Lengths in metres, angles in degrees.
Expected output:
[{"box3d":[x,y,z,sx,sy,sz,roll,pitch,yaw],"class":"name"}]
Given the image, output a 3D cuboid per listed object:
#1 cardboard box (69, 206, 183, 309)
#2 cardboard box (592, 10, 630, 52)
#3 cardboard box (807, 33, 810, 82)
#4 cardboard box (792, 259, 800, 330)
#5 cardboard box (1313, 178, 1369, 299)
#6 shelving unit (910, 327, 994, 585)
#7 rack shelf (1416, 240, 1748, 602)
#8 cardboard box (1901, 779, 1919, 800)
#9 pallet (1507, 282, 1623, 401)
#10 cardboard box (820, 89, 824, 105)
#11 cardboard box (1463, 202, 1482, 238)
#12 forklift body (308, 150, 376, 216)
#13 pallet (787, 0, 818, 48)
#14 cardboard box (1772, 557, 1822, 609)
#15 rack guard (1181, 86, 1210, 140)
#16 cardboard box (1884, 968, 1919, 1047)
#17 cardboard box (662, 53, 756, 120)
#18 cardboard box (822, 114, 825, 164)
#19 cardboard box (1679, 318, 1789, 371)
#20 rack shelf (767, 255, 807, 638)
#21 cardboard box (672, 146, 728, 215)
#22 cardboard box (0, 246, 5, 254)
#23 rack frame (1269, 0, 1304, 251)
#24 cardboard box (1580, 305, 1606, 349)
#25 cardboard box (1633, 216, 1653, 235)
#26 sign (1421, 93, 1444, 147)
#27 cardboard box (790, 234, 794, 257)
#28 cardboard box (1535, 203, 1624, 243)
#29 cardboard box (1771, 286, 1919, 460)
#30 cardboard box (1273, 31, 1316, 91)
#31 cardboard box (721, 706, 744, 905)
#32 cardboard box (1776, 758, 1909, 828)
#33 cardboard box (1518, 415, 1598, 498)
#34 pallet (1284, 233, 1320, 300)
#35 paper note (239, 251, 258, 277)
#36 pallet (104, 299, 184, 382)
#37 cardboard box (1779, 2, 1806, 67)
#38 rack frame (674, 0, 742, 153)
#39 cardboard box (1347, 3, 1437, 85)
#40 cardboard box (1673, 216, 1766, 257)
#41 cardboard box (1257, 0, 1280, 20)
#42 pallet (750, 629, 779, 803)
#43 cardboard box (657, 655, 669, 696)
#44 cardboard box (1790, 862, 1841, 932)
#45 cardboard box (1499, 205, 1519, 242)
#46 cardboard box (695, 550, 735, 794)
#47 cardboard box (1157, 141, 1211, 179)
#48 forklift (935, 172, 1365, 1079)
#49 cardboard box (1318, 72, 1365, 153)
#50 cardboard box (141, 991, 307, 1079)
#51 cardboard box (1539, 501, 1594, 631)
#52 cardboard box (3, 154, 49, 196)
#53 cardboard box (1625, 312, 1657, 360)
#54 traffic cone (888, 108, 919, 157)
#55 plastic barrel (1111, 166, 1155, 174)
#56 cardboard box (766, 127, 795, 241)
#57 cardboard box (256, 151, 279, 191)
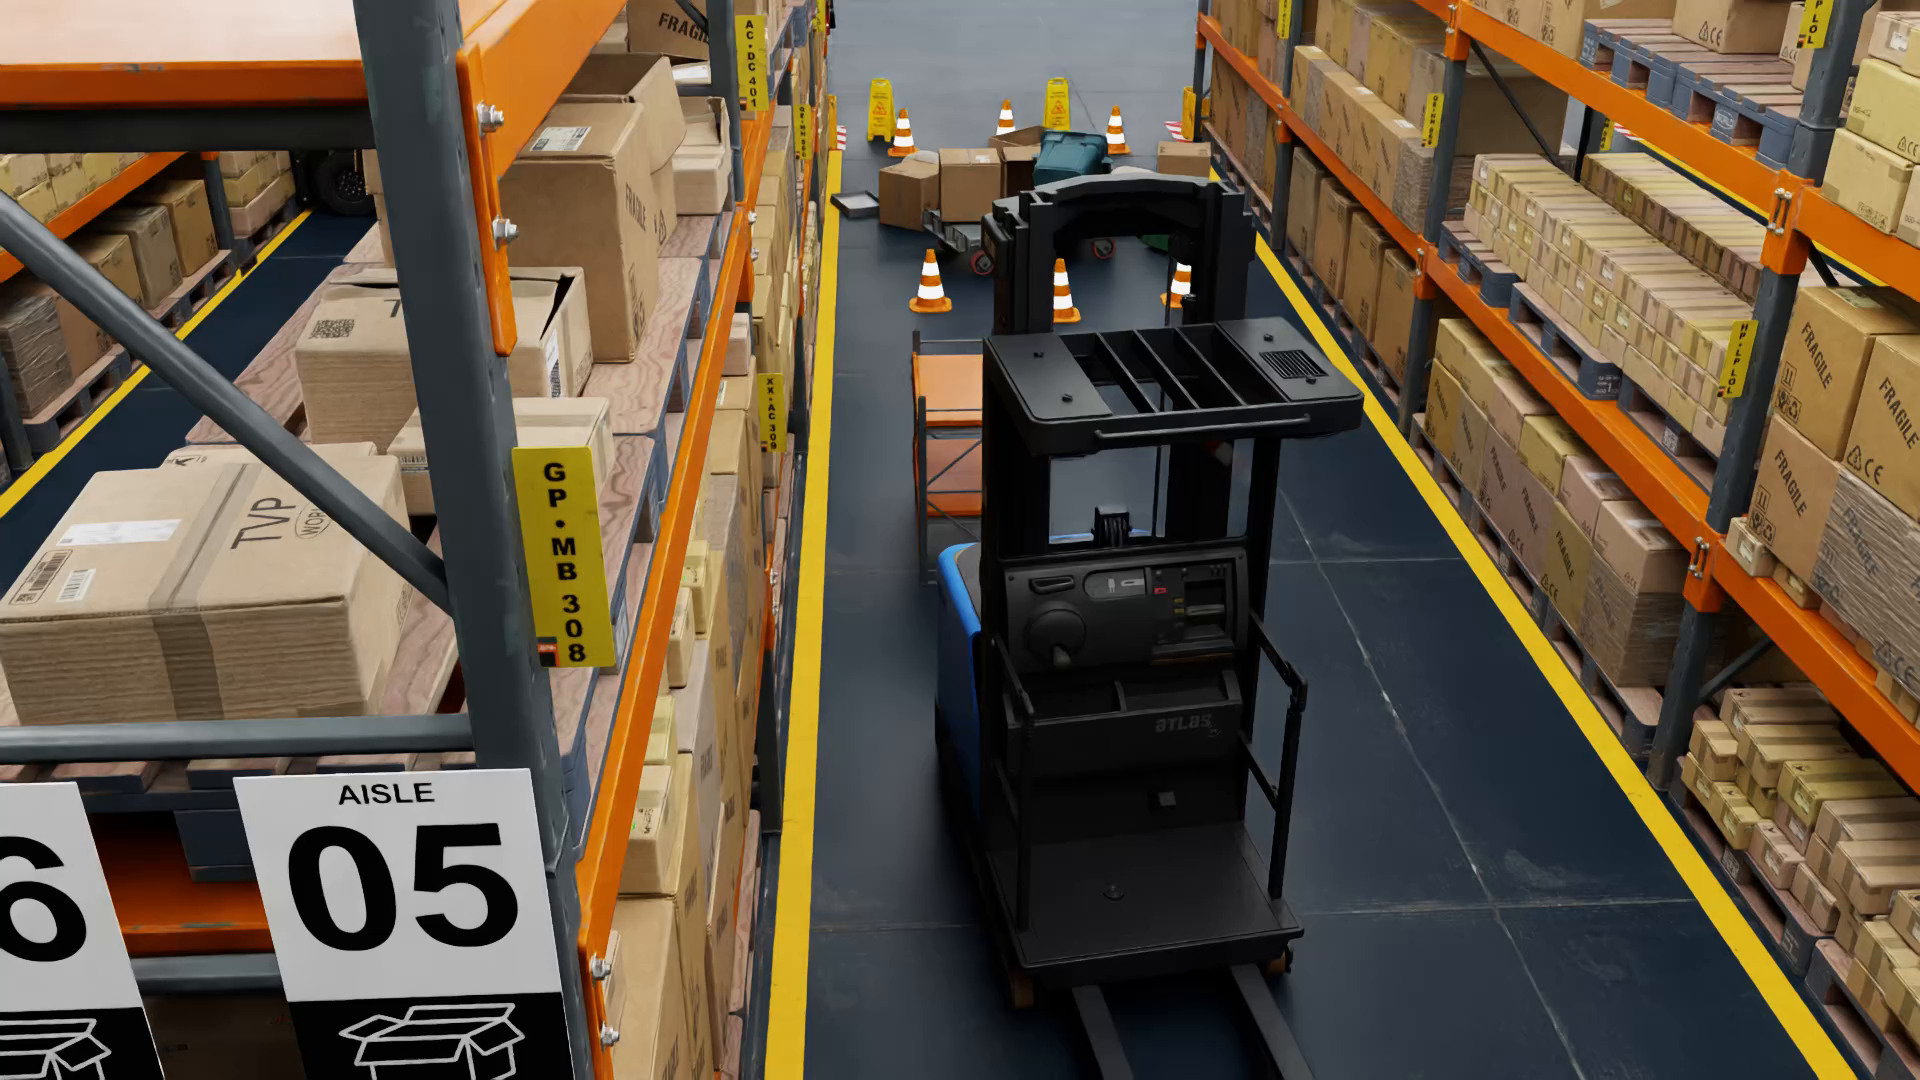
[{"box3d":[-6.584,-2.164,12.769,0.875,0.625,0.625,-2,28,-3],"class":"cardboard box"},{"box3d":[-1.537,-1.936,6.616,0.500,0.311,0.500,-1,28,-3],"class":"cardboard box"},{"box3d":[-1.446,-3.906,13.112,0.500,0.500,0.500,-2,28,-4],"class":"cardboard box"},{"box3d":[-1.162,-1.375,9.305,0.500,0.250,0.500,-1,28,-2],"class":"cardboard box"},{"box3d":[3.408,-2.376,13.041,1.050,0.750,0.750,-1,28,-3],"class":"cardboard box"},{"box3d":[0.000,-0.496,9.484,0.538,1.125,1.048,-1,28,-3],"class":"shelving unit"},{"box3d":[3.552,-0.828,8.872,1.077,0.370,4.000,-1,28,-3],"class":"rack shelf"},{"box3d":[4.008,0.981,6.612,0.380,0.149,0.250,-2,28,-3],"class":"cardboard box"},{"box3d":[3.592,-1.072,8.770,1.003,0.211,1.213,-1,28,-3],"class":"pallet"},{"box3d":[-1.452,-4.038,15.256,0.380,0.149,0.250,0,28,0],"class":"cardboard box"},{"box3d":[3.270,-1.934,10.032,0.380,0.149,0.250,-2,28,-3],"class":"cardboard box"},{"box3d":[-4.944,-4.269,15.610,2.313,2.155,1.214,-1,28,-3],"class":"forklift body"},{"box3d":[-1.403,-2.854,8.940,1.213,0.211,1.003,0,28,0],"class":"pallet"},{"box3d":[3.433,0.144,6.501,0.380,0.149,0.250,-1,28,-1],"class":"cardboard box"},{"box3d":[3.029,-4.668,18.159,1.175,0.500,0.348,-1,28,-3],"class":"rack guard"},{"box3d":[3.447,1.609,5.728,0.380,0.149,0.250,-1,28,-2],"class":"cardboard box"},{"box3d":[-0.958,-1.753,6.315,0.396,0.266,0.258,-2,28,-3],"class":"cardboard box"},{"box3d":[-1.500,-3.577,15.073,0.500,0.500,0.500,0,28,-1],"class":"cardboard box"},{"box3d":[3.426,-0.867,7.342,0.380,0.149,0.250,-2,28,-4],"class":"cardboard box"},{"box3d":[-1.386,-0.662,8.553,1.077,0.370,4.000,-1,28,-3],"class":"rack shelf"},{"box3d":[-0.914,-1.097,5.075,0.380,0.149,0.250,-1,28,-1],"class":"cardboard box"},{"box3d":[-6.226,-1.927,10.363,0.500,0.250,0.500,-1,28,-2],"class":"cardboard box"},{"box3d":[3.239,-3.918,14.018,1.000,3.000,0.127,-1,28,-3],"class":"rack frame"},{"box3d":[3.367,-1.078,8.391,0.380,0.149,0.250,0,28,0],"class":"cardboard box"},{"box3d":[3.973,-1.700,9.261,0.380,0.149,0.250,-1,28,-3],"class":"cardboard box"},{"box3d":[2.894,-2.569,10.180,0.100,0.325,0.005,-1,28,-3],"class":"sign"},{"box3d":[-1.181,-1.605,9.206,0.500,0.250,0.500,-2,28,-4],"class":"cardboard box"},{"box3d":[3.333,-1.706,8.952,0.380,0.149,0.250,0,28,0],"class":"cardboard box"},{"box3d":[3.437,-0.629,6.200,0.500,0.500,0.500,-1,28,-1],"class":"cardboard box"},{"box3d":[3.208,-4.154,14.309,0.875,0.550,0.550,-1,28,-3],"class":"cardboard box"},{"box3d":[-0.916,0.818,4.830,0.500,0.500,0.500,0,28,-1],"class":"cardboard box"},{"box3d":[3.486,0.999,6.576,0.380,0.149,0.250,-2,28,-3],"class":"cardboard box"},{"box3d":[3.310,-0.453,8.813,0.500,0.250,0.500,-3,28,-5],"class":"cardboard box"},{"box3d":[3.355,-2.327,13.983,1.003,0.211,1.213,-1,28,-3],"class":"pallet"},{"box3d":[-1.763,-0.684,4.115,0.006,0.032,0.123,-1,28,-3],"class":"paper note"},{"box3d":[-6.511,-1.490,12.378,1.003,0.211,1.213,-1,28,-3],"class":"pallet"},{"box3d":[3.821,-2.111,6.953,0.500,0.311,0.500,-2,28,-3],"class":"cardboard box"},{"box3d":[-1.281,-2.717,5.228,1.000,3.000,0.127,-1,28,-3],"class":"rack frame"},{"box3d":[3.326,-3.705,12.421,0.700,0.500,0.500,-1,28,-2],"class":"cardboard box"},{"box3d":[3.997,-1.597,8.742,0.380,0.149,0.250,0,28,0],"class":"cardboard box"},{"box3d":[3.109,-4.885,14.543,0.875,0.550,0.550,-1,28,-3],"class":"cardboard box"},{"box3d":[-1.397,0.825,7.940,1.003,0.211,1.213,-1,28,-3],"class":"pallet"},{"box3d":[-0.896,0.361,3.923,0.380,0.149,0.250,-1,28,-2],"class":"cardboard box"},{"box3d":[3.497,1.383,6.484,0.380,0.149,0.250,-2,28,-4],"class":"cardboard box"},{"box3d":[3.306,-1.801,9.455,0.380,0.149,0.250,-2,28,-4],"class":"cardboard box"},{"box3d":[-0.909,0.368,4.612,0.500,0.500,0.500,-1,28,-2],"class":"cardboard box"},{"box3d":[2.133,-3.503,15.922,0.500,0.500,0.500,3,28,6],"class":"cardboard box"},{"box3d":[0.667,0.301,6.004,1.130,2.935,3.031,-5,28,-10],"class":"forklift"},{"box3d":[3.048,-3.249,12.627,0.500,0.500,0.500,-2,28,-3],"class":"cardboard box"},{"box3d":[-1.291,0.854,2.978,0.380,0.149,0.250,-1,28,-2],"class":"cardboard box"},{"box3d":[3.340,0.126,8.513,0.500,0.500,0.500,-2,28,-4],"class":"cardboard box"},{"box3d":[-6.251,-2.380,10.691,0.500,0.250,0.500,-1,28,-1],"class":"cardboard box"},{"box3d":[3.395,-0.971,7.865,0.380,0.149,0.250,-2,28,-4],"class":"cardboard box"},{"box3d":[-0.597,-4.307,17.507,0.336,0.463,0.334,-1,28,-3],"class":"traffic cone"},{"box3d":[1.648,-3.262,15.547,0.512,0.421,0.421,19,33,32],"class":"plastic barrel"},{"box3d":[-1.167,-1.923,9.004,0.500,0.500,0.500,-1,28,-2],"class":"cardboard box"},{"box3d":[-6.401,-3.282,14.778,0.500,0.250,0.500,-2,28,-3],"class":"cardboard box"}]
